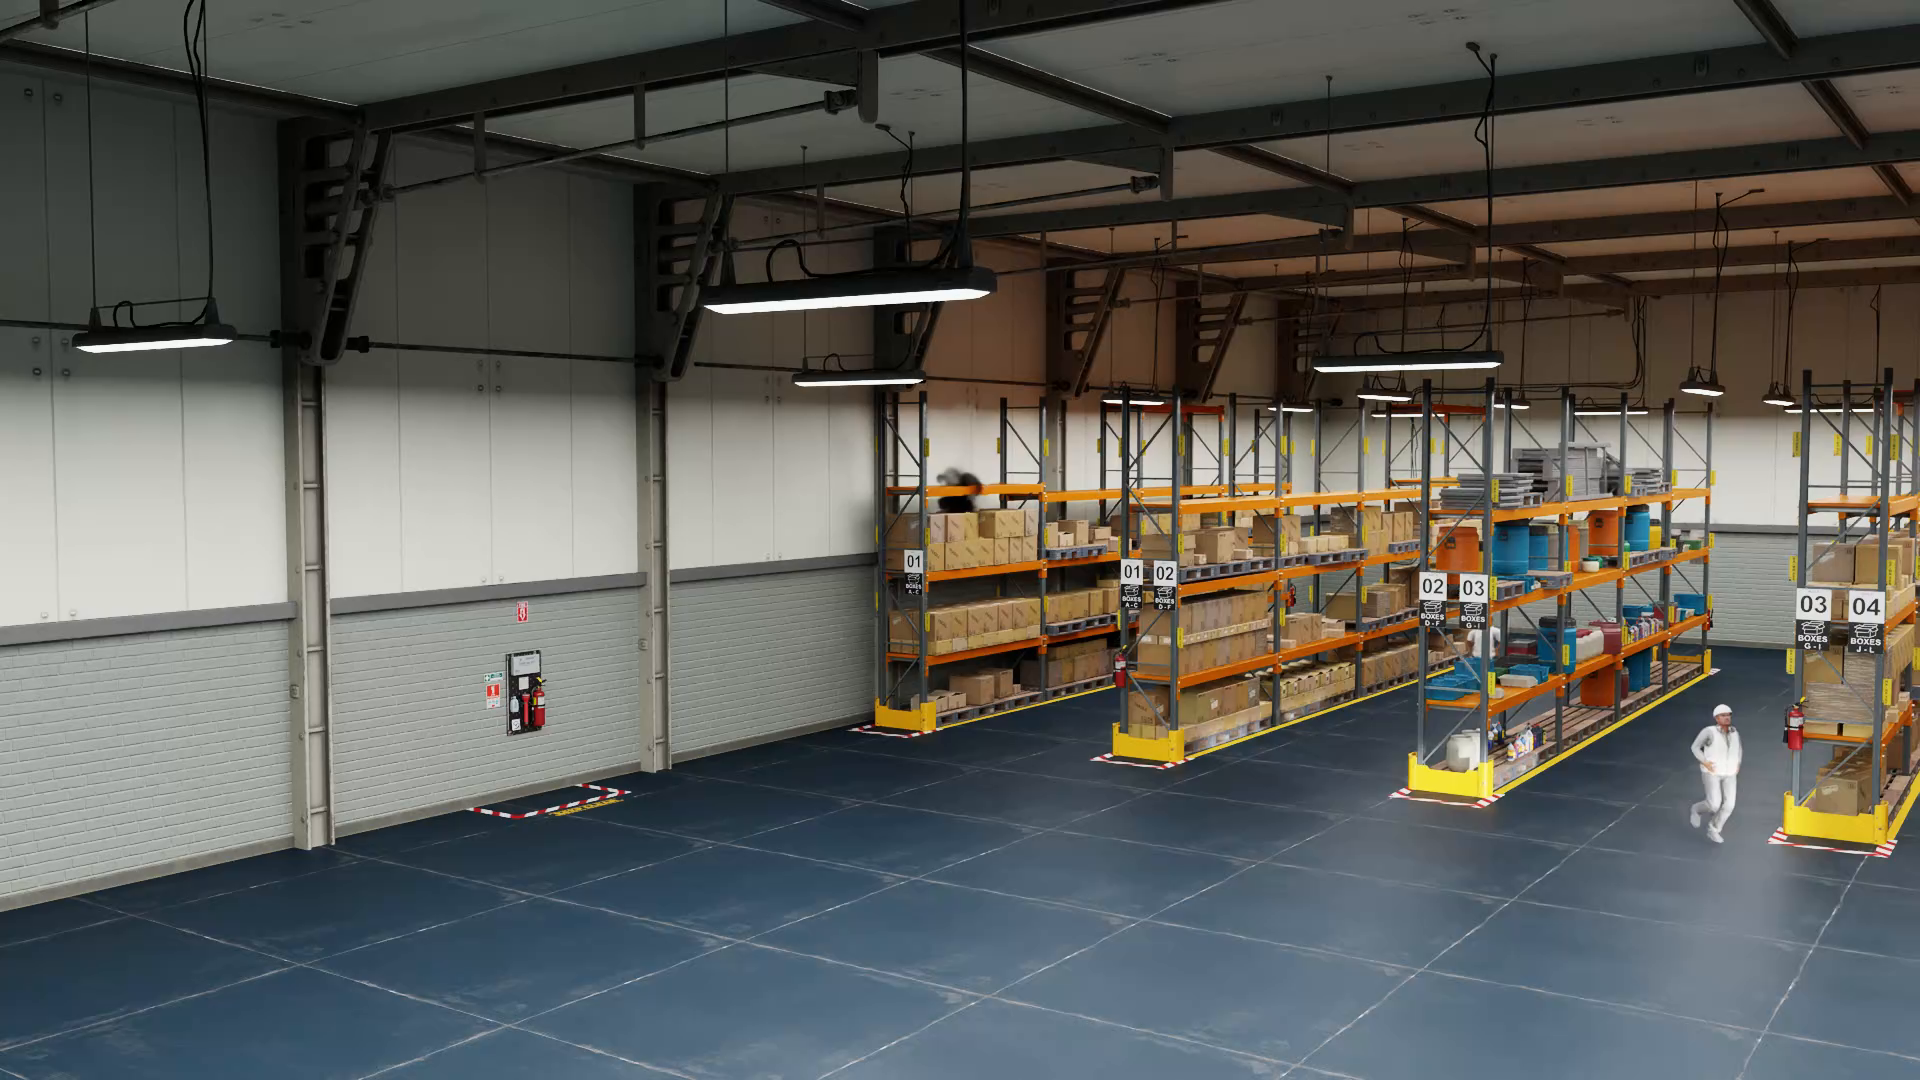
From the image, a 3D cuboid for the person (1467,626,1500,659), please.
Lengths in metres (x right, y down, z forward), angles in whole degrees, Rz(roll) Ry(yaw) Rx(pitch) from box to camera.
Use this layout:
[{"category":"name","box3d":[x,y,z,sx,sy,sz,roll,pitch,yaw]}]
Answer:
[{"category":"person","box3d":[10.344,2.302,32.851,0.682,1.733,0.617,2,4,26]}]

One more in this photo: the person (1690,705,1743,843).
[{"category":"person","box3d":[9.713,2.970,21.310,0.686,1.741,0.590,0,3,-5]}]
